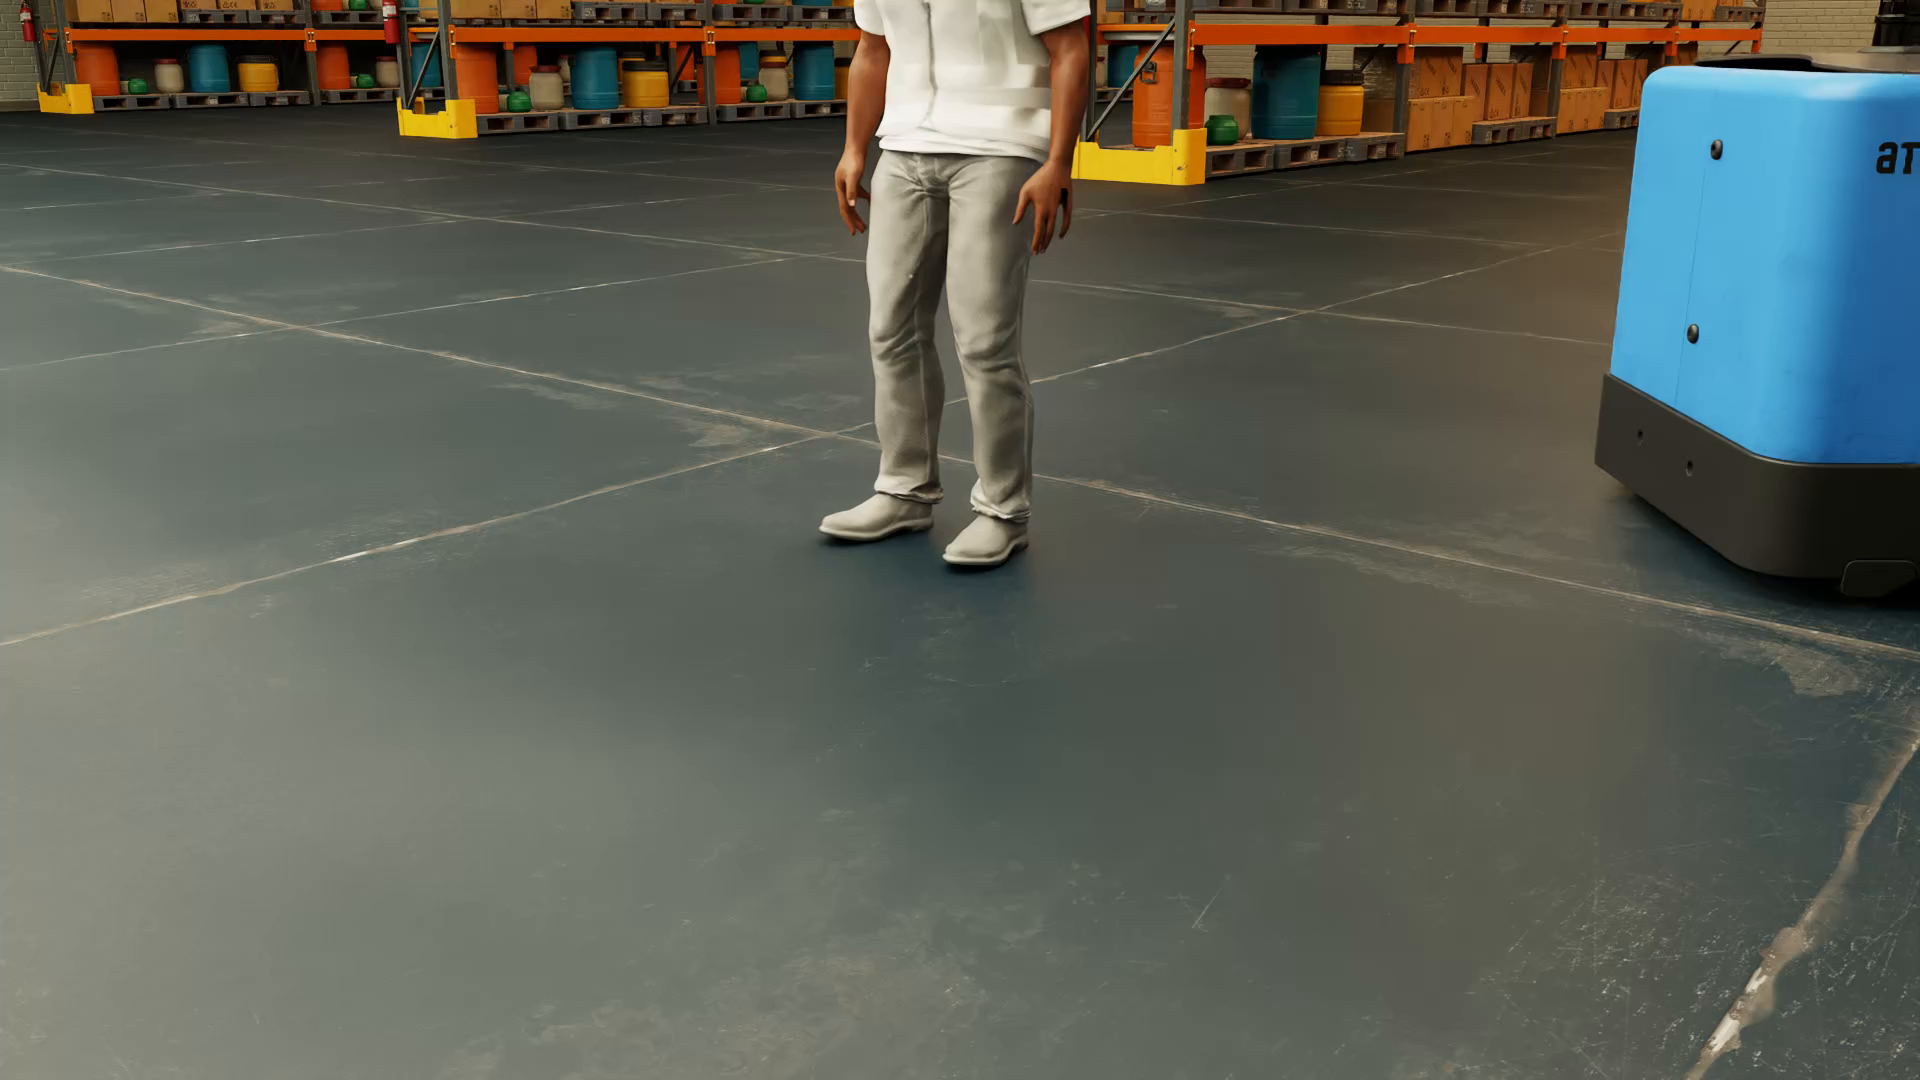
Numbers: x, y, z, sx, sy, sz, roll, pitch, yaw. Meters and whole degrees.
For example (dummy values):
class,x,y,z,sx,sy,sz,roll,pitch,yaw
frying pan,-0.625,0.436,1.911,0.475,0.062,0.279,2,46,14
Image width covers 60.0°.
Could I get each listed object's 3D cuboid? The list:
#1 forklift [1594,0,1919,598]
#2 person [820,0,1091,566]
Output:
class,x,y,z,sx,sy,sz,roll,pitch,yaw
forklift,3.164,-1.398,3.500,3.031,2.935,1.130,0,17,1
person,-0.019,-0.830,3.652,0.626,1.760,0.460,13,21,36
